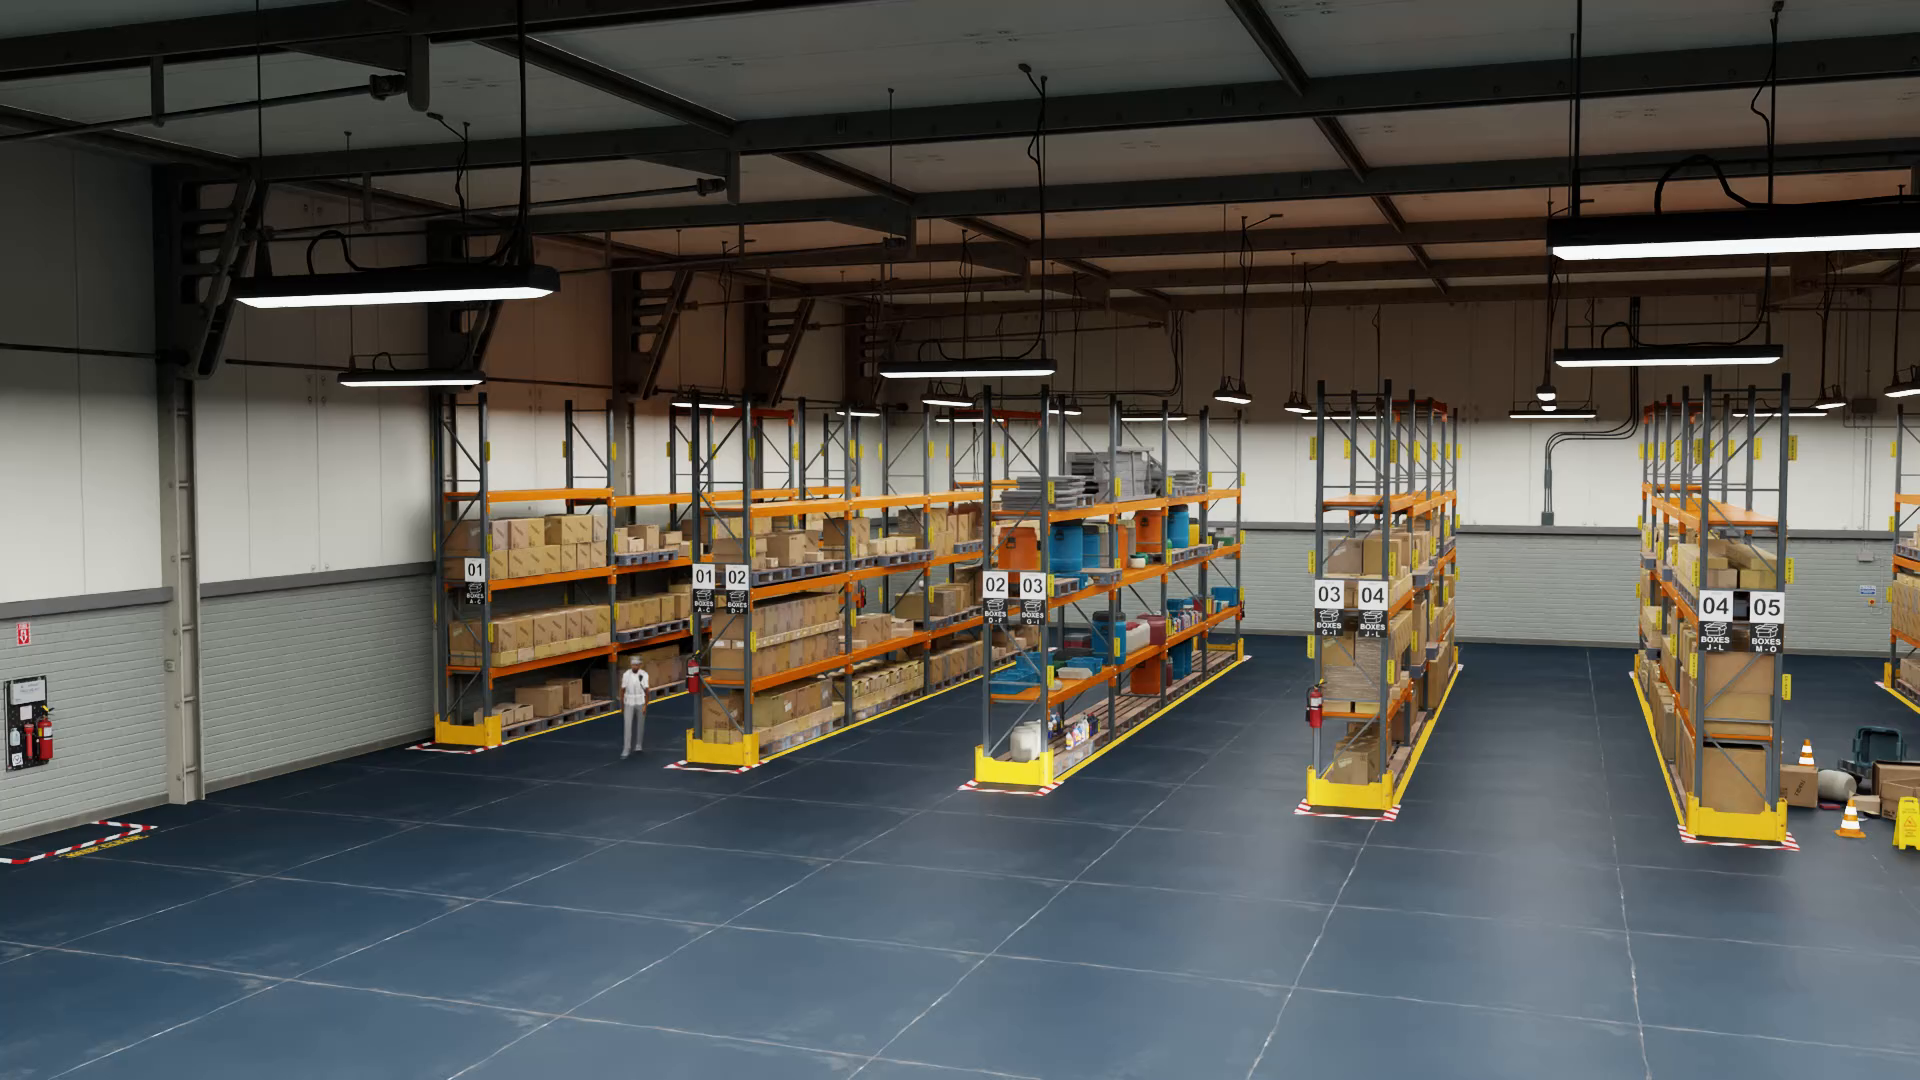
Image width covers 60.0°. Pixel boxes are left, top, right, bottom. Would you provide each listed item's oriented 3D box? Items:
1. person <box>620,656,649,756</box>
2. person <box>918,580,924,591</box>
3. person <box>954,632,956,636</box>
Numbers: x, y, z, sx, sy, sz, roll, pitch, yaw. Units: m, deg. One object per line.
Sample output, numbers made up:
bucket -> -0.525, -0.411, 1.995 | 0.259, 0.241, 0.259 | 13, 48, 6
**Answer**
person -> -5.358, 2.709, 27.348 | 0.490, 1.622, 0.974 | -1, 3, -14
person -> -0.971, 1.891, 41.919 | 0.739, 1.758, 0.595 | -1, 3, -11
person -> -0.336, 1.888, 43.590 | 0.436, 1.538, 0.972 | 1, 3, 20
